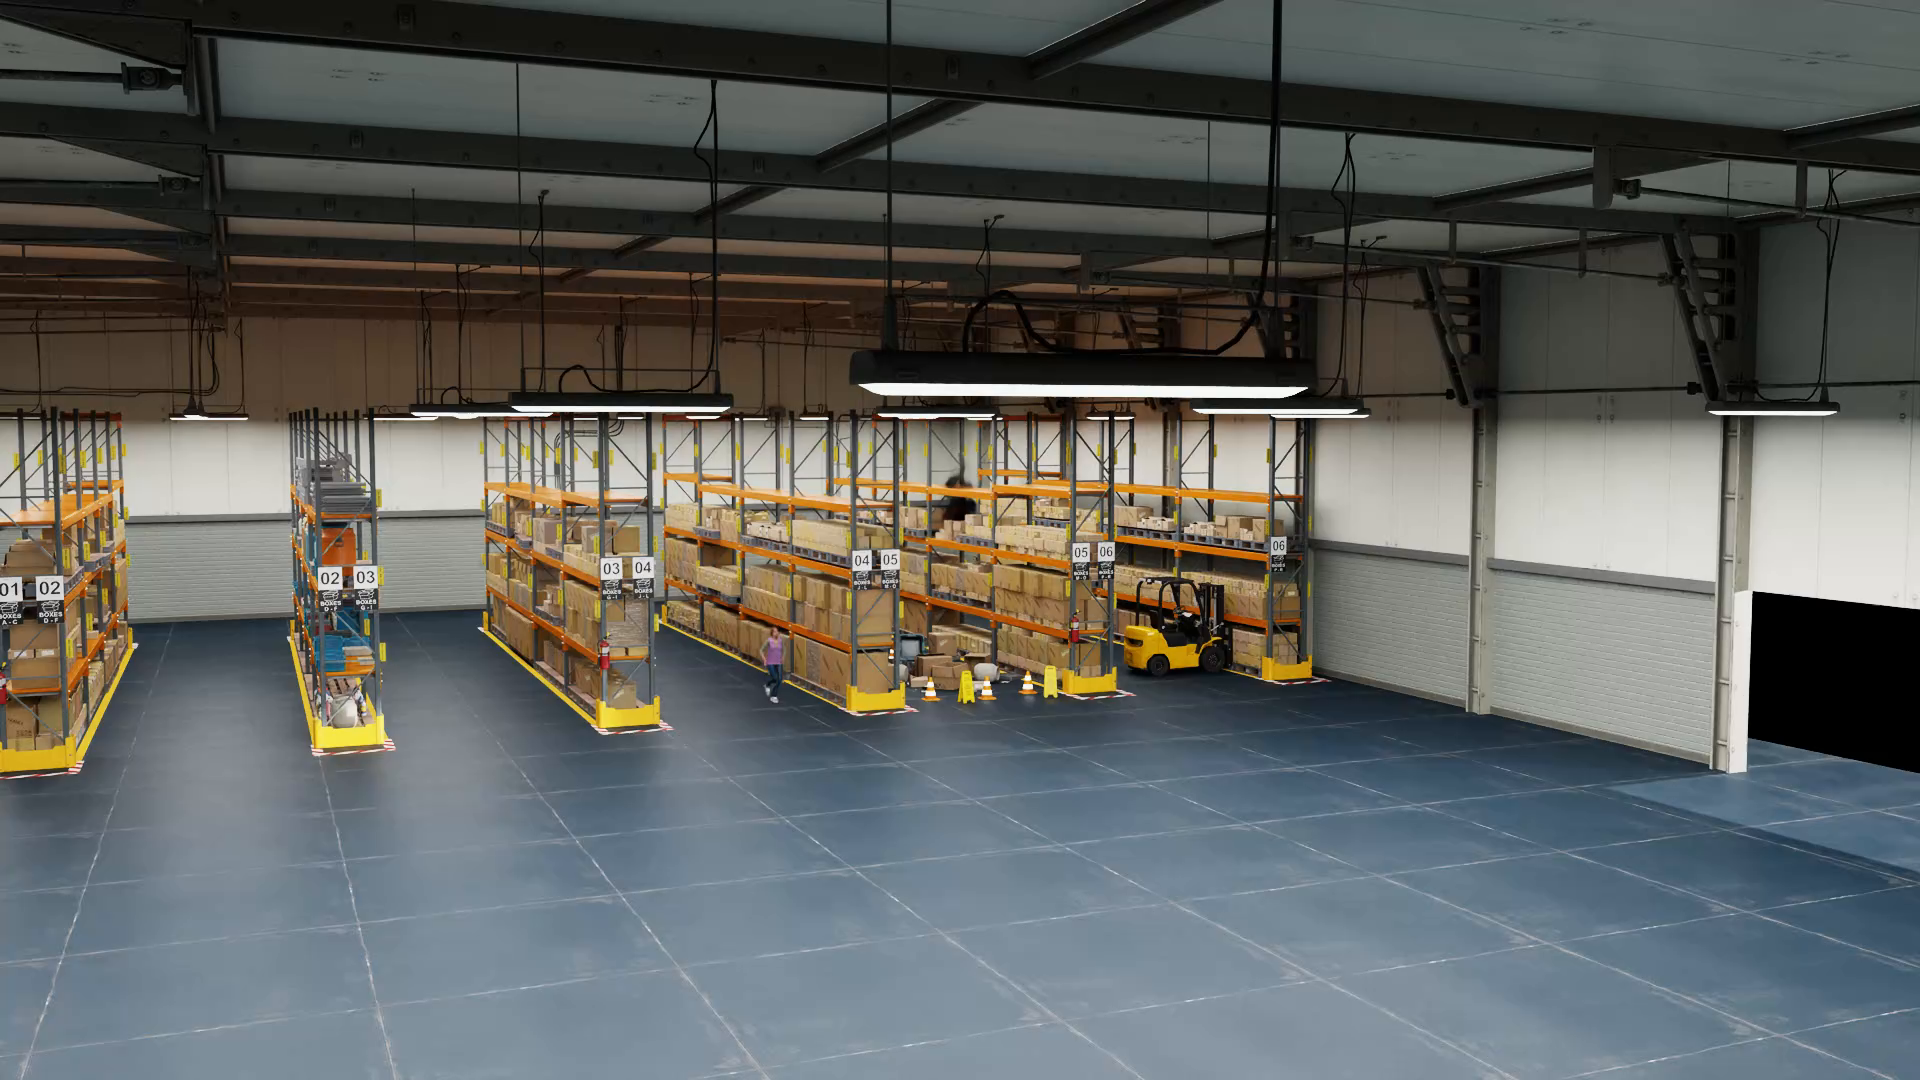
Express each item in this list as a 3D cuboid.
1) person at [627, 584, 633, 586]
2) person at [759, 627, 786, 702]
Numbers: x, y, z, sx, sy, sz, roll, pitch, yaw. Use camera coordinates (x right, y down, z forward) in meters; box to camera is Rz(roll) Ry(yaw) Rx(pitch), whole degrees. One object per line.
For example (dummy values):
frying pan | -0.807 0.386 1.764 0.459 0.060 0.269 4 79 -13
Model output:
person | -9.433 1.602 46.796 0.711 1.712 0.665 0 4 3
person | -3.804 2.561 34.156 0.541 1.560 0.544 -2 5 -29
